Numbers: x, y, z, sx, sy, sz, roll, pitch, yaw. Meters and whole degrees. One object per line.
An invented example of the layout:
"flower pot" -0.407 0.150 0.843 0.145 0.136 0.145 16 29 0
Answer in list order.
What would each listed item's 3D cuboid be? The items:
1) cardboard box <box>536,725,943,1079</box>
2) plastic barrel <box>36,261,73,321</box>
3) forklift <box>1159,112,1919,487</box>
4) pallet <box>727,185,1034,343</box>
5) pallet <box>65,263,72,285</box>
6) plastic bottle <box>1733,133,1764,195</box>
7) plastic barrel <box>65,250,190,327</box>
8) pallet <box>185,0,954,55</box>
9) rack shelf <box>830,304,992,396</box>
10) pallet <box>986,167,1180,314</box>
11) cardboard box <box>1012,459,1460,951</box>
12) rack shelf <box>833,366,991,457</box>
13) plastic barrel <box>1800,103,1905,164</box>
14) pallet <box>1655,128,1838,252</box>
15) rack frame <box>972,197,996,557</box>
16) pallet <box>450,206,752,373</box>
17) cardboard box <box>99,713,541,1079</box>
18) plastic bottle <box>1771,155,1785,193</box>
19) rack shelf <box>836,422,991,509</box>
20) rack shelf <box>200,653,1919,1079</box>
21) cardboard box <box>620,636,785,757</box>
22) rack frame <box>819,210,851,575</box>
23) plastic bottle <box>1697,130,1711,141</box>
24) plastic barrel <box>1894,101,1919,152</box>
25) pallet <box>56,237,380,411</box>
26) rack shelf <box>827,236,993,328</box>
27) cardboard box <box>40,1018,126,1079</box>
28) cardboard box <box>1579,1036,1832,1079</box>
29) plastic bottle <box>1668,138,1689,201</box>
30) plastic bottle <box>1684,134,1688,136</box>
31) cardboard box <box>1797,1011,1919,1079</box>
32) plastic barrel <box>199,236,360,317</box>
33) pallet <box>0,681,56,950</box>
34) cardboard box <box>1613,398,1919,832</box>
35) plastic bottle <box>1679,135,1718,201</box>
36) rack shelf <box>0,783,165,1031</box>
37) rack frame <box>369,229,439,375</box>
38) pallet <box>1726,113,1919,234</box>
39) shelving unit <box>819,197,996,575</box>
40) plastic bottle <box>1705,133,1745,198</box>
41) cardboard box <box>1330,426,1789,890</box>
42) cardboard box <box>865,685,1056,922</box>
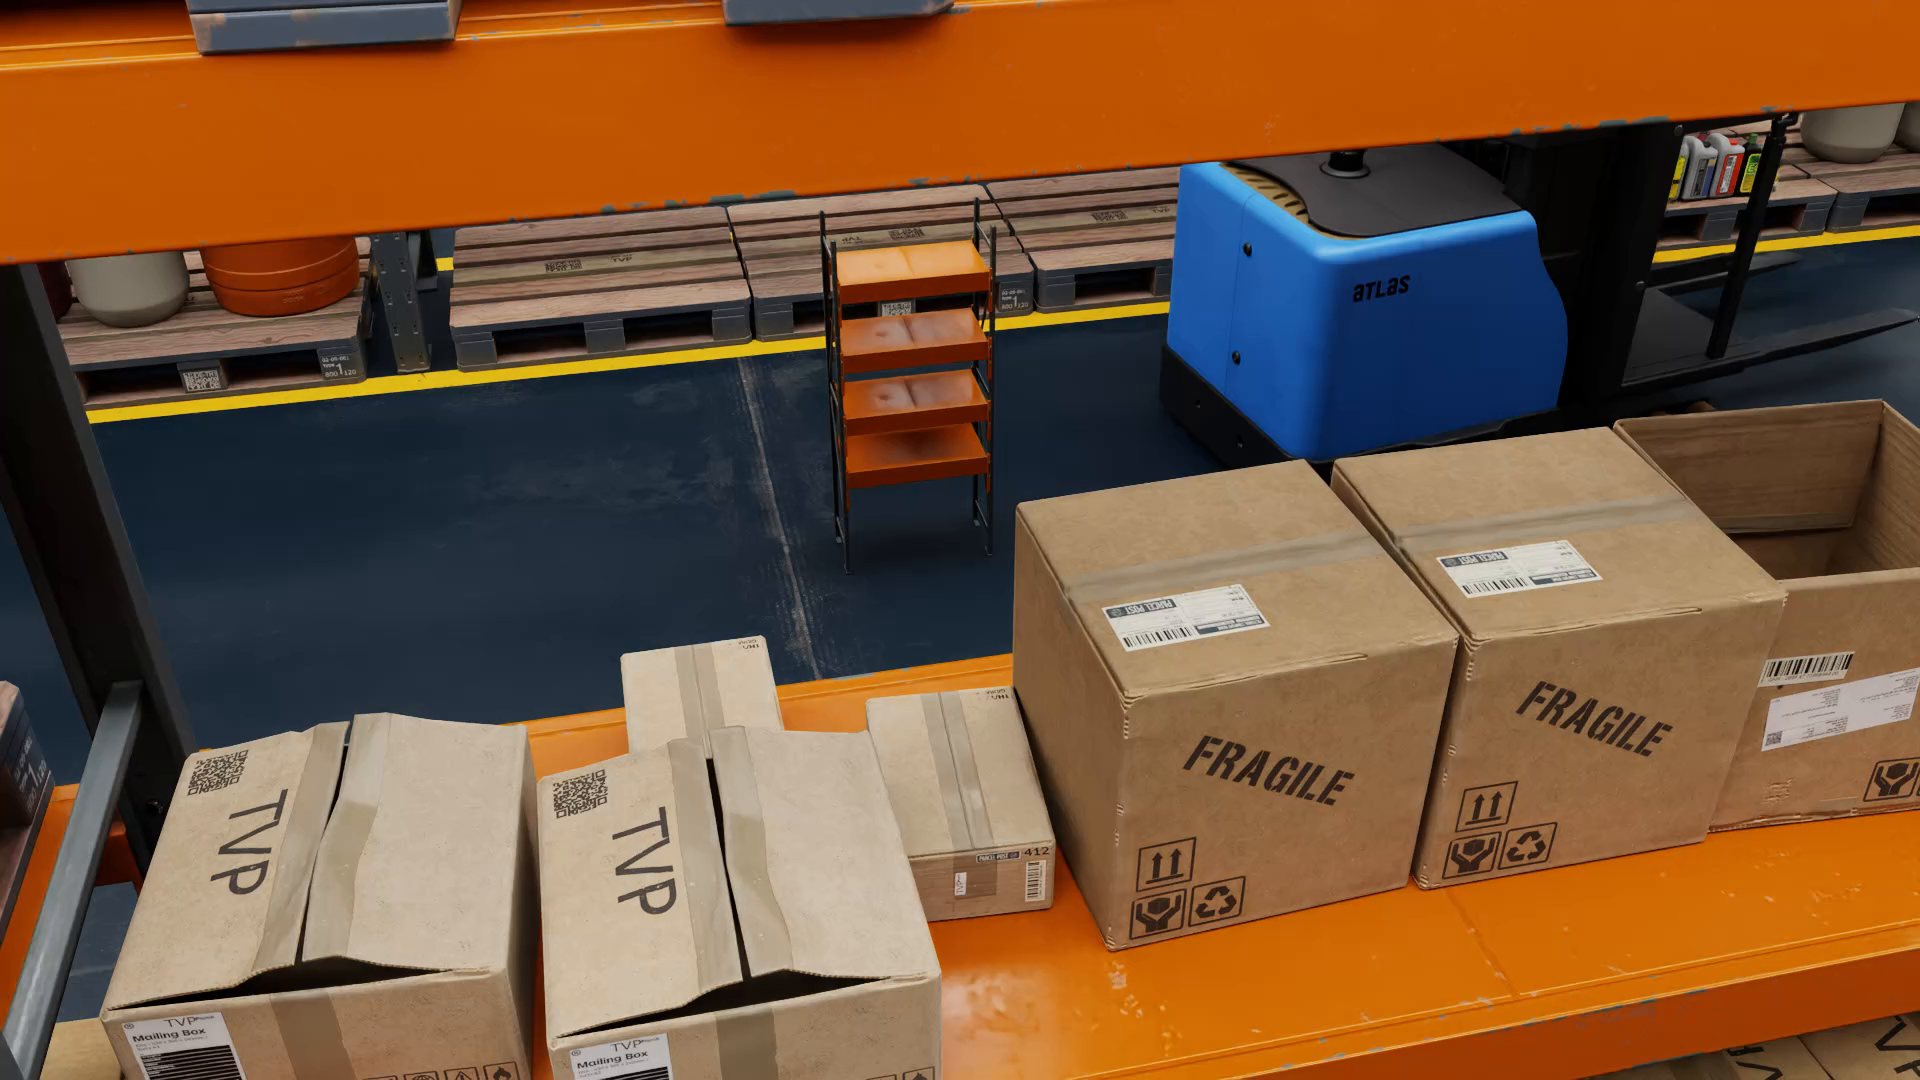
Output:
"cardboard box" -0.323 0.531 2.346 0.500 0.311 0.500 -8 35 -11
"plastic barrel" -3.902 -1.158 6.572 0.708 0.588 0.600 -7 35 -11
"forklift" 2.338 -1.788 5.784 3.031 2.935 1.130 -13 36 -18
"pallet" -0.376 -1.258 7.435 1.213 0.211 1.003 -7 35 -11
"pallet" -4.275 -0.768 6.705 1.213 0.211 1.003 -7 35 -11
"plastic bottle" 3.671 -1.744 7.699 0.133 0.283 0.061 -6 34 -9
"plastic barrel" -3.332 -1.148 6.624 0.421 0.512 0.421 0 34 0
"pallet" -0.596 -0.800 1.728 1.003 0.211 1.213 -6 34 -8
"rack shelf" -0.161 -0.608 5.298 0.480 0.148 0.258 -7 35 -11
"pallet" 0.817 -1.410 7.661 1.213 0.211 1.003 -7 35 -11
"cardboard box" 0.395 0.242 2.607 0.500 0.500 0.500 -9 35 -13
"rack shelf" -0.161 -0.422 5.423 0.480 0.148 0.258 -7 35 -11
"plastic barrel" 4.361 -2.134 8.094 0.421 0.512 0.421 0 34 0
"pallet" 3.431 -1.739 8.152 1.213 0.211 1.003 -7 35 -11
"rack frame" 0.077 -0.508 5.430 0.015 1.200 0.240 -7 35 -11
"pallet" -1.563 -1.110 7.214 1.213 0.211 1.003 -7 35 -11
"cardboard box" -0.874 0.515 2.371 0.500 0.311 0.500 -5 34 -8
"plastic bottle" 3.781 -1.734 7.758 0.097 0.201 0.097 0 34 0
"rack shelf" -0.161 -0.257 5.533 0.480 0.148 0.258 -7 35 -11
"rack shelf" 0.712 0.552 2.881 4.000 0.370 1.077 -7 35 -11
"cardboard box" -0.422 0.343 2.773 0.250 0.149 0.380 -7 35 -11
"rack frame" -0.399 -0.448 5.341 0.015 1.200 0.240 -7 35 -11
"plastic bottle" 3.505 -1.809 7.797 0.133 0.283 0.061 -7 35 -11
"plastic barrel" 4.850 -2.196 8.186 0.421 0.512 0.421 0 34 0
"pallet" -3.087 -0.916 6.926 1.213 0.211 1.003 -7 35 -11
"rack shelf" -0.161 -0.804 5.166 0.480 0.148 0.258 -7 35 -11
"cardboard box" -1.745 1.255 3.037 0.500 0.500 0.500 -6 34 -9
"cardboard box" 1.338 1.075 3.044 0.500 0.311 0.500 -7 35 -11
"plastic bottle" 3.233 -1.740 7.634 0.185 0.351 0.144 -6 34 -9
"plastic bottle" 3.638 -2.173 8.350 0.097 0.271 0.097 0 34 0
"cardboard box" 1.825 1.015 3.133 0.500 0.311 0.500 -6 34 -9
"plastic barrel" -2.801 -1.397 6.711 0.708 0.830 0.600 -7 35 -11
"pallet" -1.884 0.700 2.187 1.003 0.211 1.213 -7 35 -11
"cardboard box" 1.397 0.116 2.795 0.500 0.500 0.500 -5 34 -7
"plastic bottle" 3.394 -1.732 7.688 0.135 0.276 0.152 -8 35 -12
"rack shelf" -3.189 1.044 2.149 4.000 0.370 1.077 -7 35 -11
"rack frame" -2.327 -2.194 6.327 0.127 3.000 1.000 -7 35 -11
"pallet" 4.618 -1.887 8.373 1.213 0.211 1.003 -7 35 -11
"shelving unit" -0.161 -0.478 5.385 0.503 1.200 0.258 -7 35 -11
"plastic bottle" 3.529 -1.749 7.713 0.135 0.276 0.152 -7 34 -10
"cardboard box" 0.908 0.178 2.704 0.500 0.500 0.500 -7 35 -10
"cardboard box" -0.007 0.416 2.664 0.250 0.149 0.380 -5 34 -7
